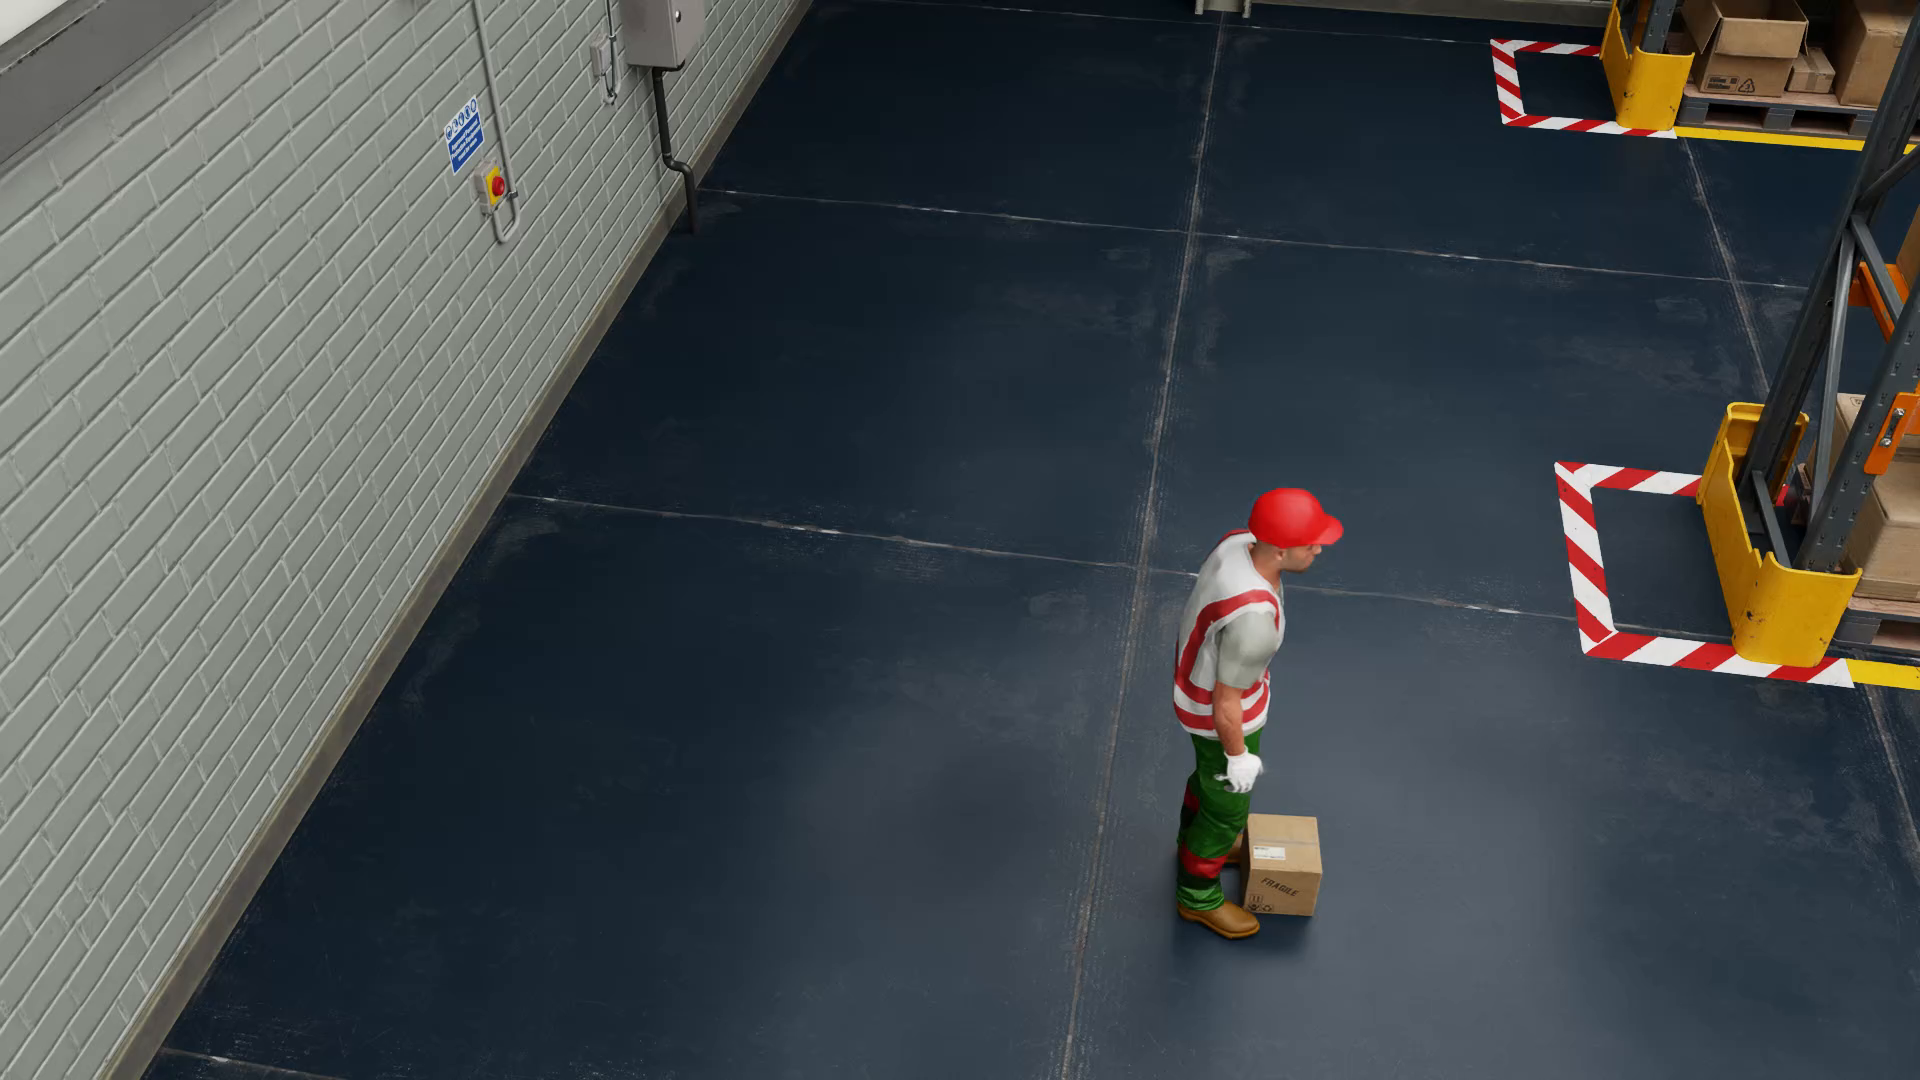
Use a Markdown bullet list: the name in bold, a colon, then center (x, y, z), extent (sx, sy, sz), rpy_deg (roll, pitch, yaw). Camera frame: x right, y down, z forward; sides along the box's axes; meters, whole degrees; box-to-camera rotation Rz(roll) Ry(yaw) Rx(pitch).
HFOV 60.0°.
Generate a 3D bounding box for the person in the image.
- **person**: center (0.924, 0.548, 5.496), extent (0.455, 1.779, 0.611), rpy_deg (6, 41, 7)
